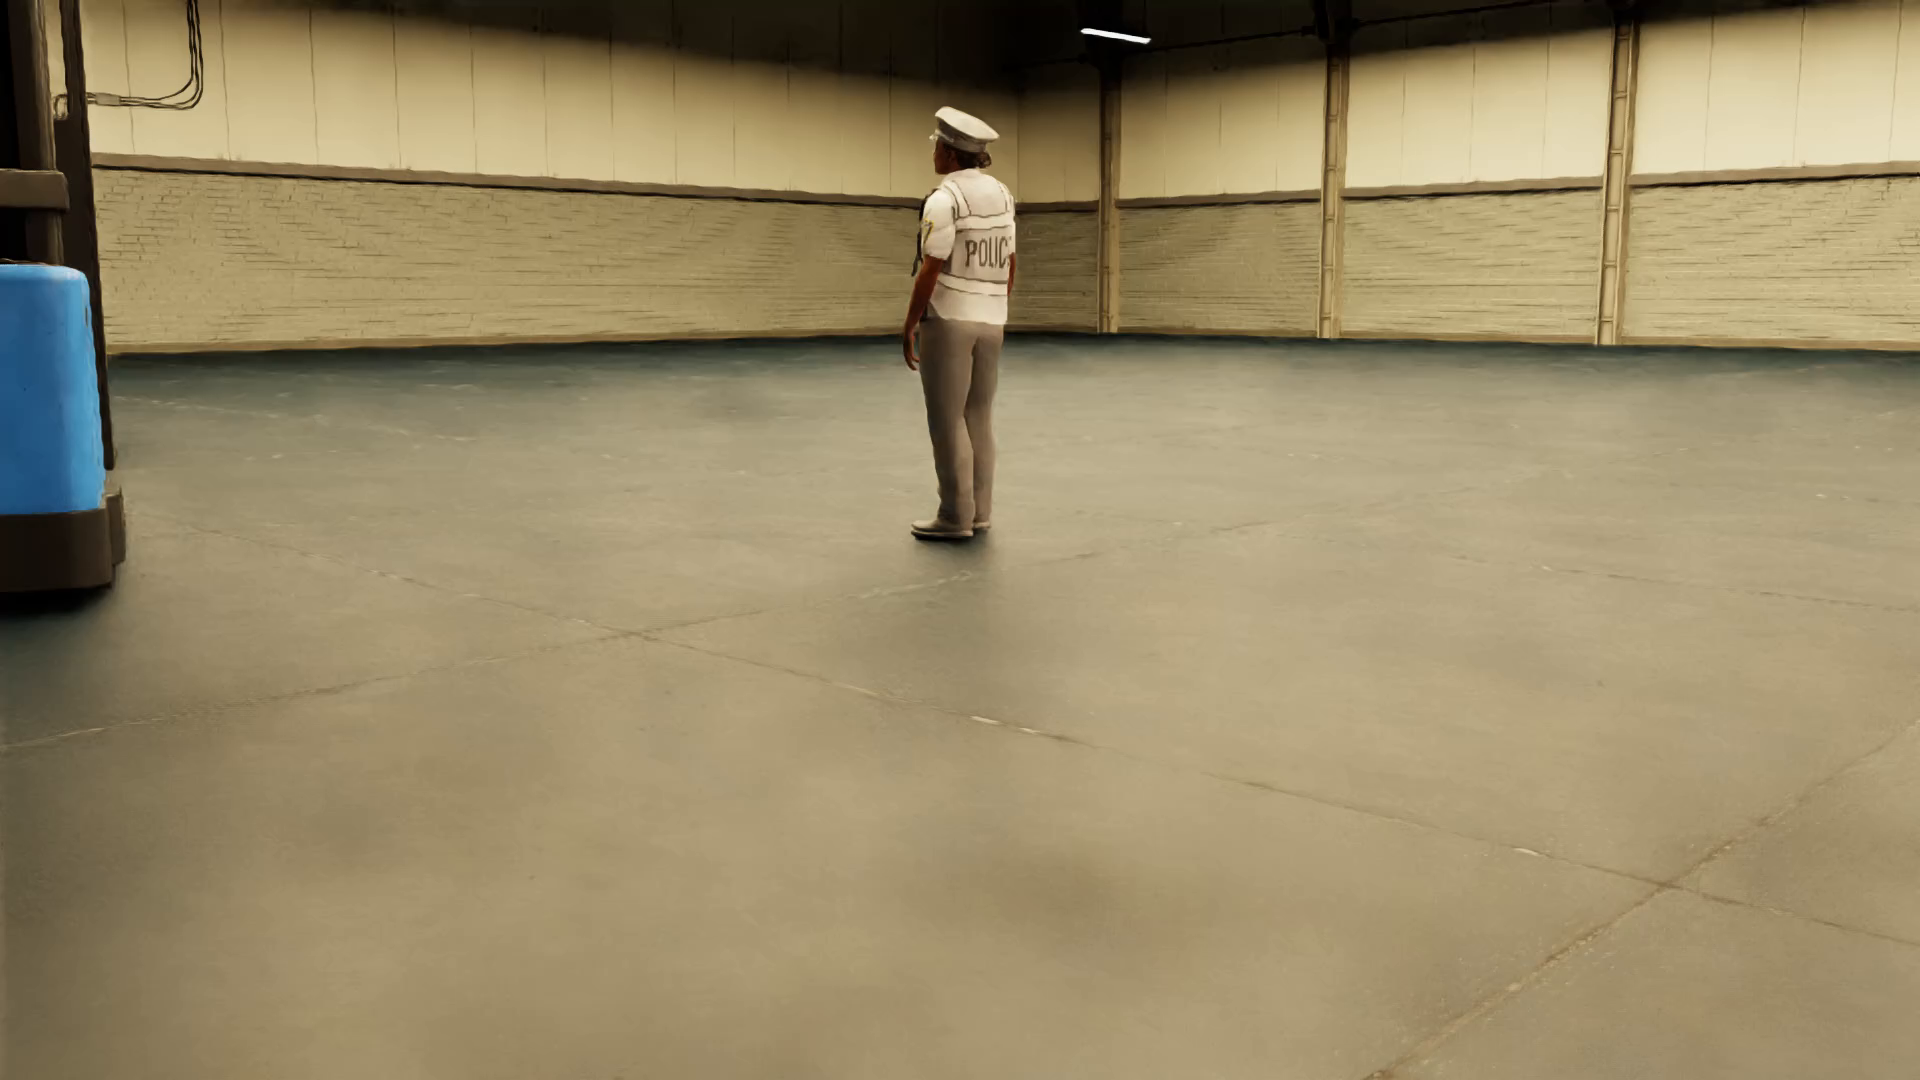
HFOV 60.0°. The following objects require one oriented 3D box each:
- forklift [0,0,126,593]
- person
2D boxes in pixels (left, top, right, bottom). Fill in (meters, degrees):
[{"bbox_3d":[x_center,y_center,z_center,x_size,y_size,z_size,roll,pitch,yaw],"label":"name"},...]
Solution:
[{"bbox_3d":[-3.832,-1.402,6.182,1.130,2.935,3.031,-4,10,-26],"label":"forklift"},{"bbox_3d":[-0.040,-0.854,6.656,0.529,1.693,0.570,8,12,43],"label":"person"}]
